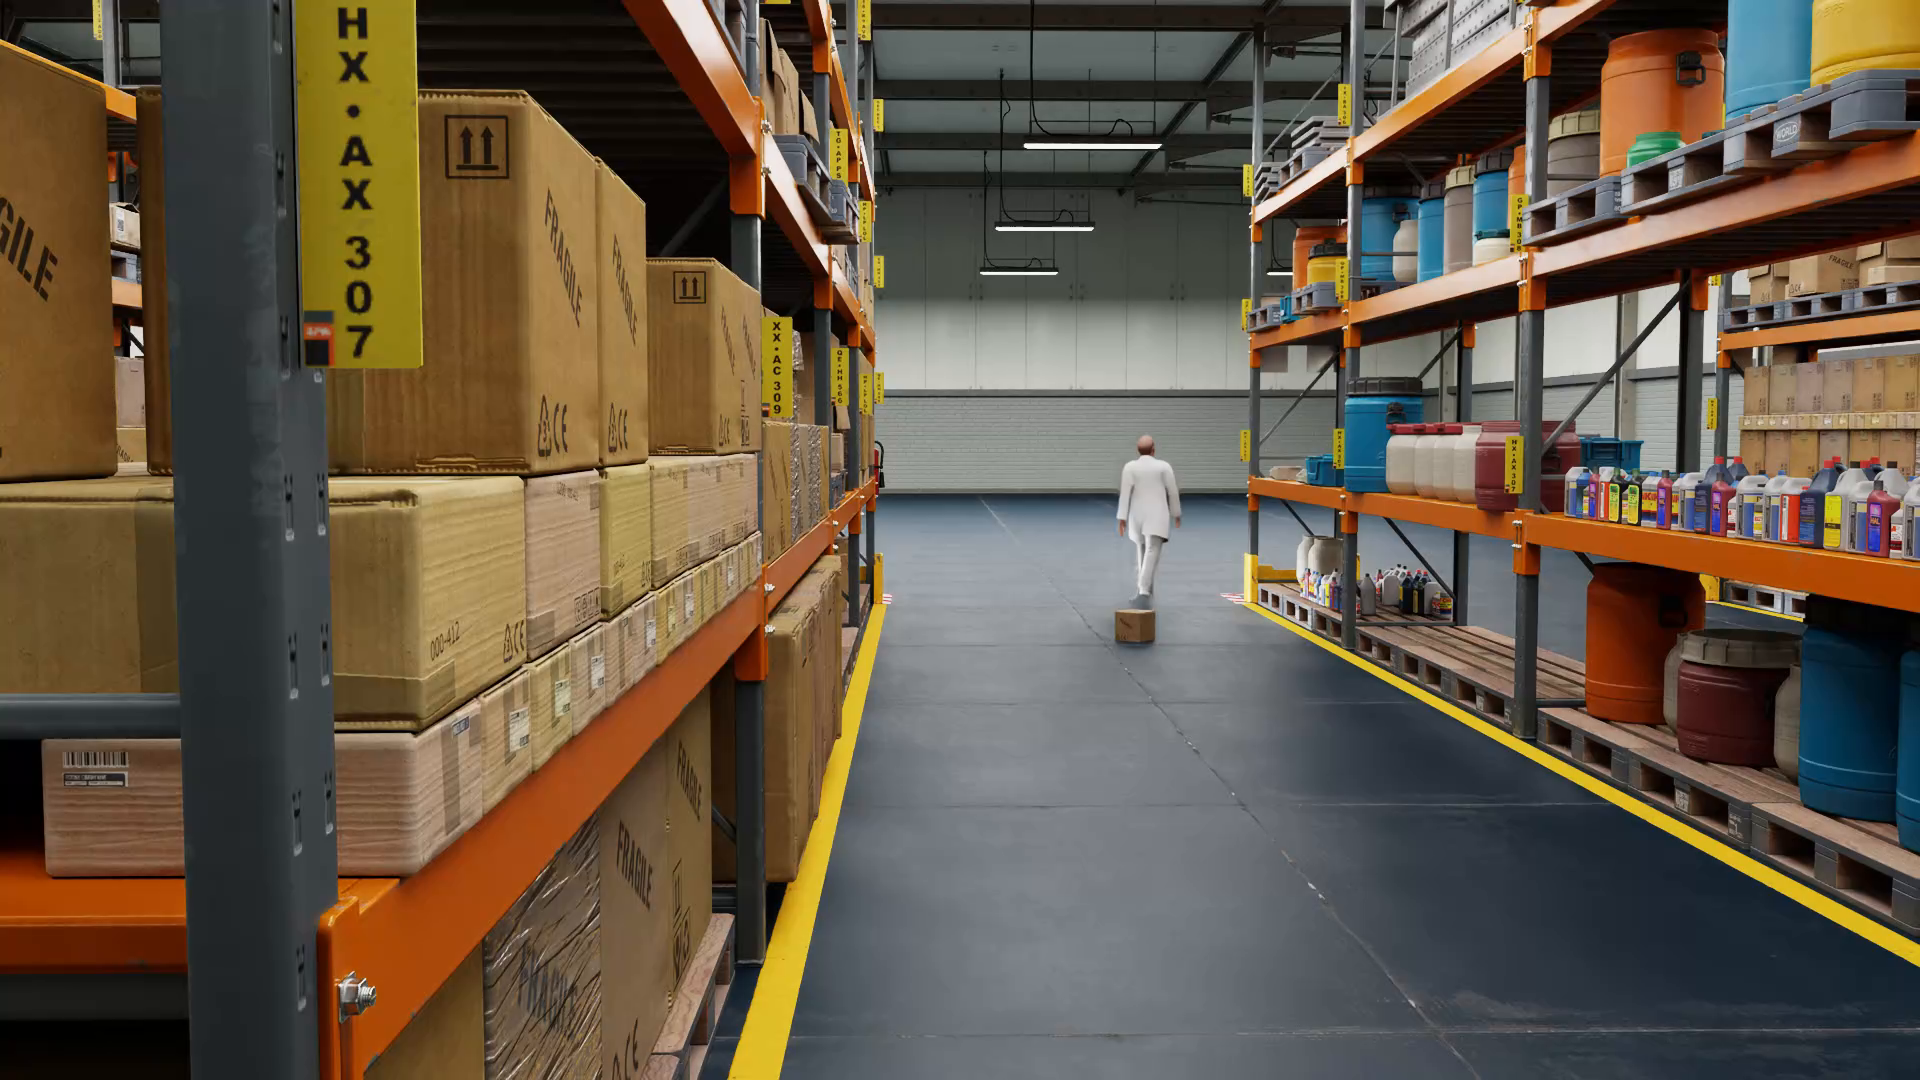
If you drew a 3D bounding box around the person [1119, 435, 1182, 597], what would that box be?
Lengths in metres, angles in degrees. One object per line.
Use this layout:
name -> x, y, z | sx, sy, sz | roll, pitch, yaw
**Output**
person -> 2.014, -0.242, 17.560 | 0.614, 1.732, 1.112 | 1, 4, 20
